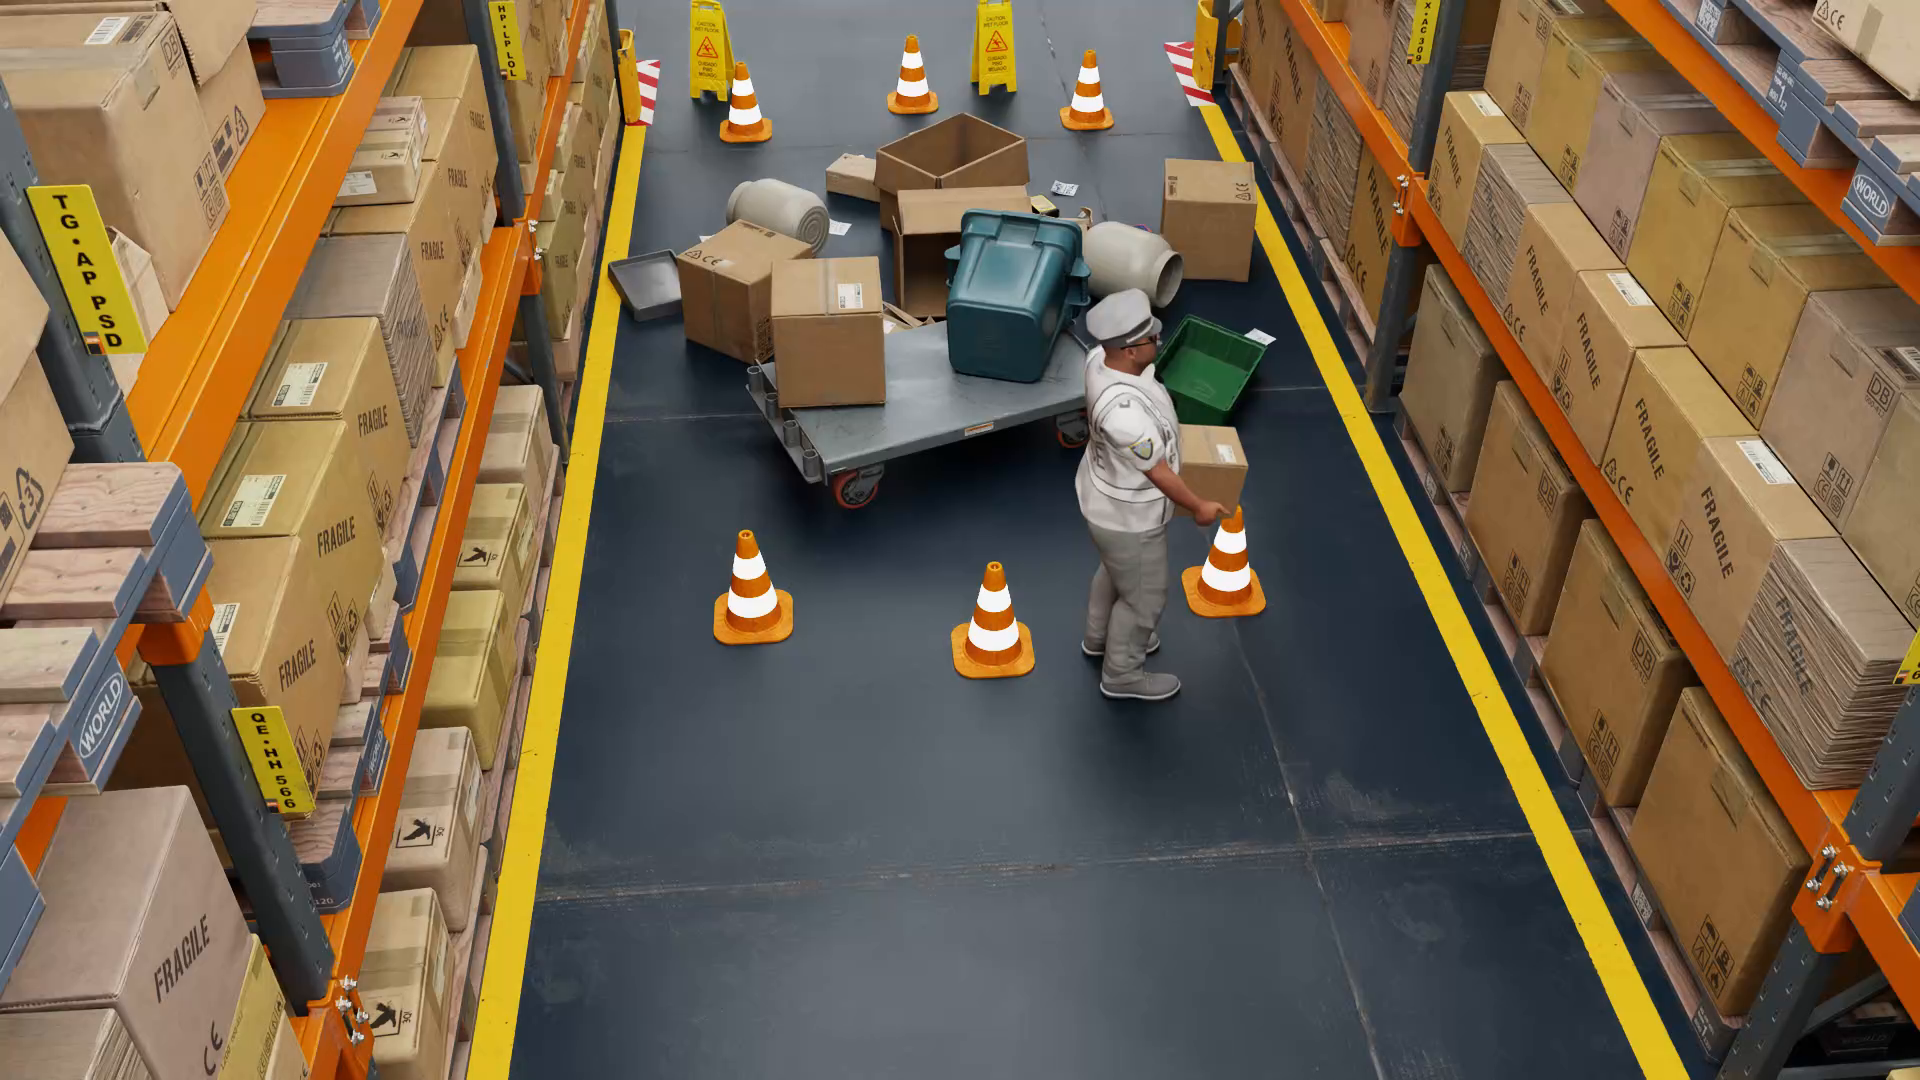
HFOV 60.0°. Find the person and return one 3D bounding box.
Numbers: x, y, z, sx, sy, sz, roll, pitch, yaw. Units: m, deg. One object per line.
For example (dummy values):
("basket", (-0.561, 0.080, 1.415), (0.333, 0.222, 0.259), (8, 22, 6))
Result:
("person", (0.709, -0.162, 6.333), (0.565, 1.768, 0.494), (-3, 39, -4))
